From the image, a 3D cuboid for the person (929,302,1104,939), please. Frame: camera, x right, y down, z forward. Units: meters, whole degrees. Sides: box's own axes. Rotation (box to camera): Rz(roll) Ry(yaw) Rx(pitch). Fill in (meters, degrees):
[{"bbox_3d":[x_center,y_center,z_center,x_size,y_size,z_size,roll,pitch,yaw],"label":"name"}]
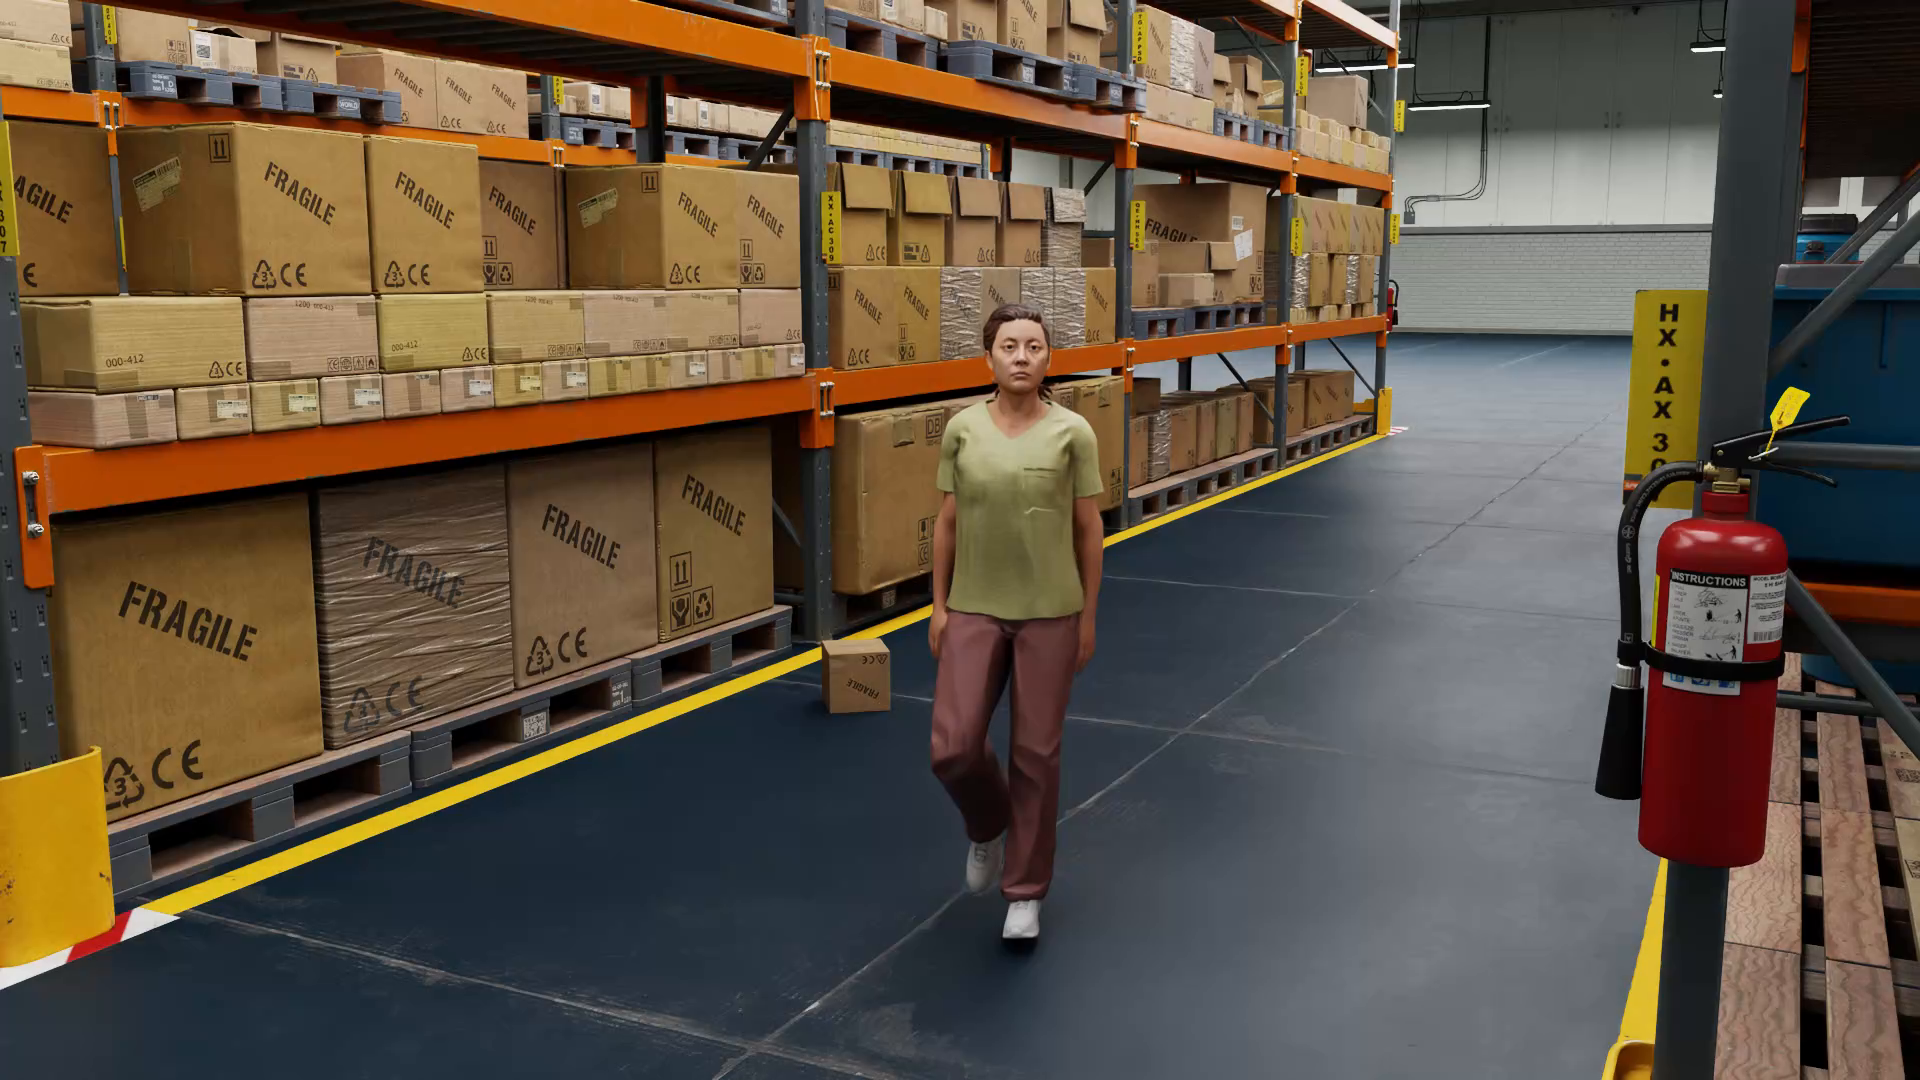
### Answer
[{"bbox_3d":[0.142,0.210,4.414,0.468,1.668,0.487,1,9,7],"label":"person"}]
